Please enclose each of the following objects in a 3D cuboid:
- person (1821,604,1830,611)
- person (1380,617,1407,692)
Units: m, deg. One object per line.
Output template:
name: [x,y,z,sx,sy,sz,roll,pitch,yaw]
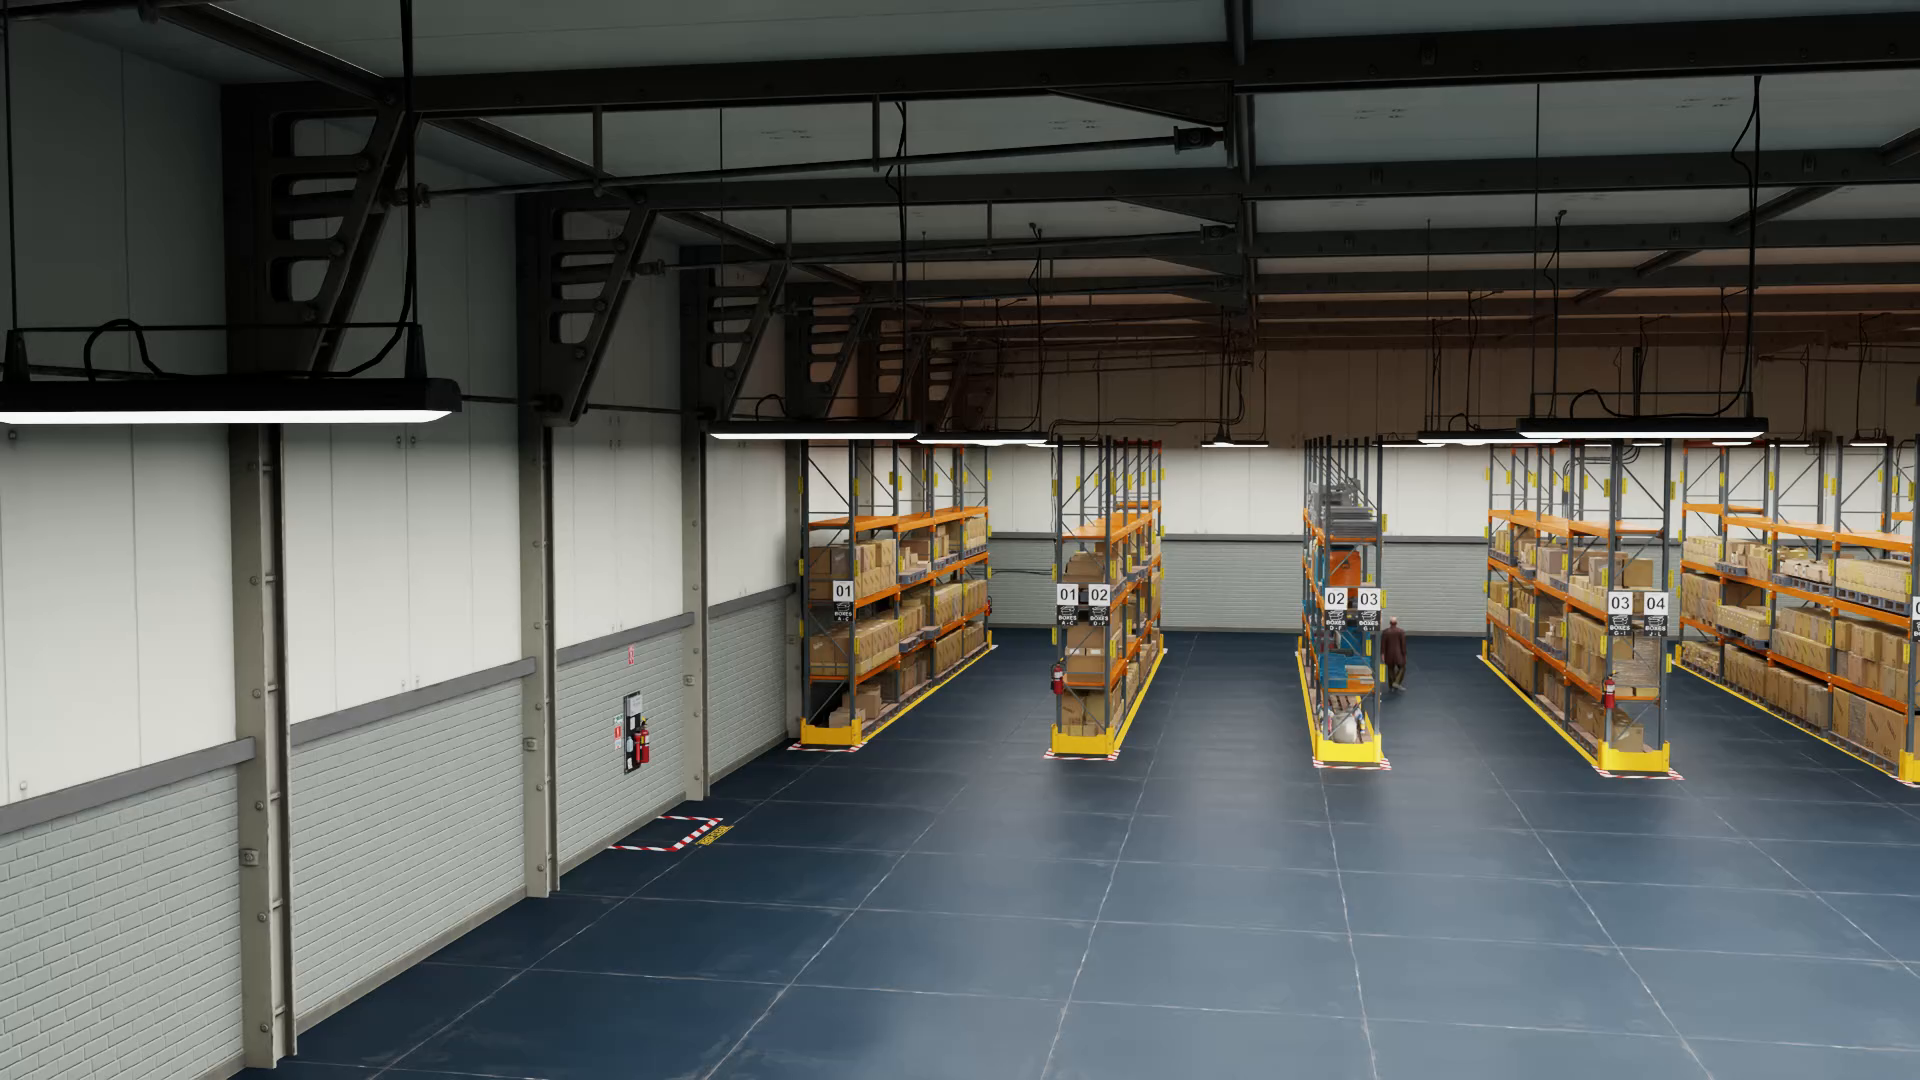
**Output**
person: [23.666,2.428,45.451,0.938,1.637,0.498,0,3,0]
person: [10.269,2.708,39.360,0.625,1.771,0.580,1,3,23]
